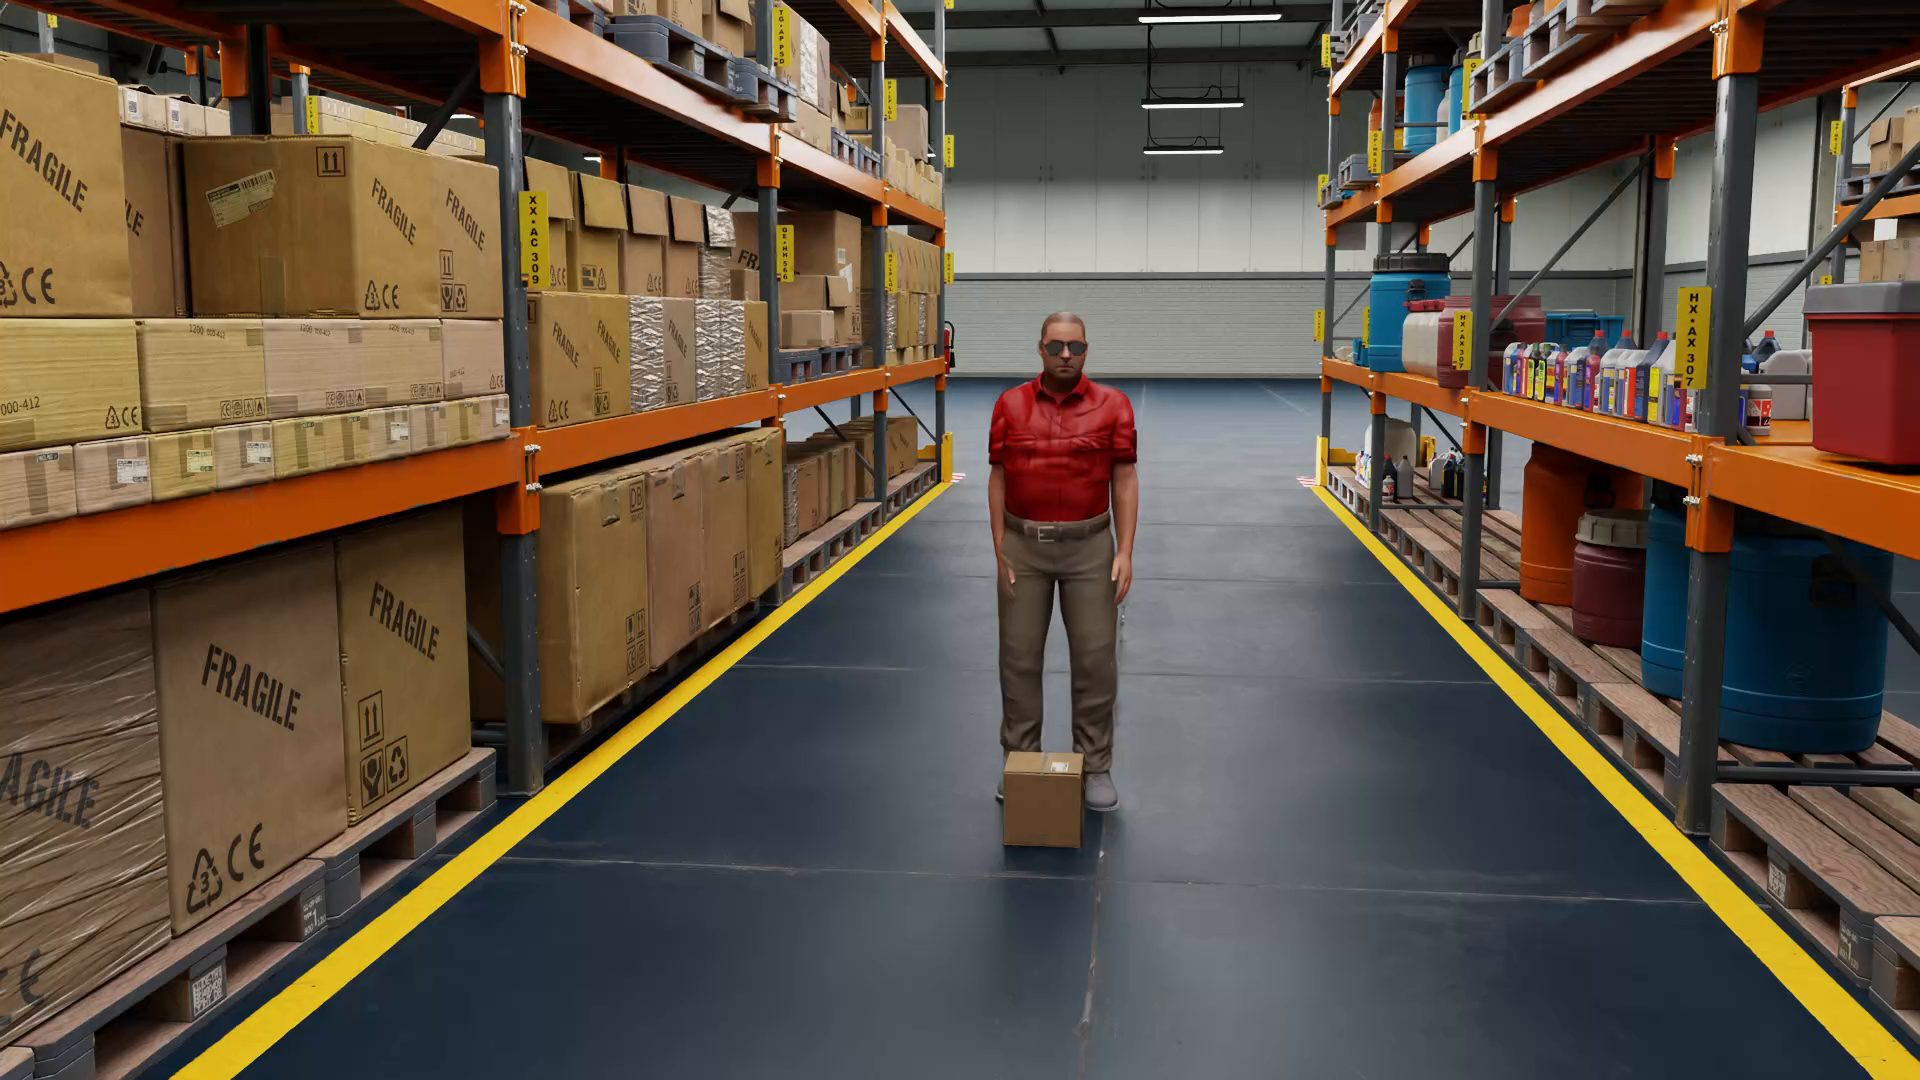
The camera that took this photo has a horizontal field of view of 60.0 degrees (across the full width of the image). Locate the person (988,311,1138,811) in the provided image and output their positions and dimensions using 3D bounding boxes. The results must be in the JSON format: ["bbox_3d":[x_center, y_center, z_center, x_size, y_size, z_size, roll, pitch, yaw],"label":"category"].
[{"bbox_3d":[0.357,0.073,5.866,0.530,1.744,0.361,1,8,8],"label":"person"}]
